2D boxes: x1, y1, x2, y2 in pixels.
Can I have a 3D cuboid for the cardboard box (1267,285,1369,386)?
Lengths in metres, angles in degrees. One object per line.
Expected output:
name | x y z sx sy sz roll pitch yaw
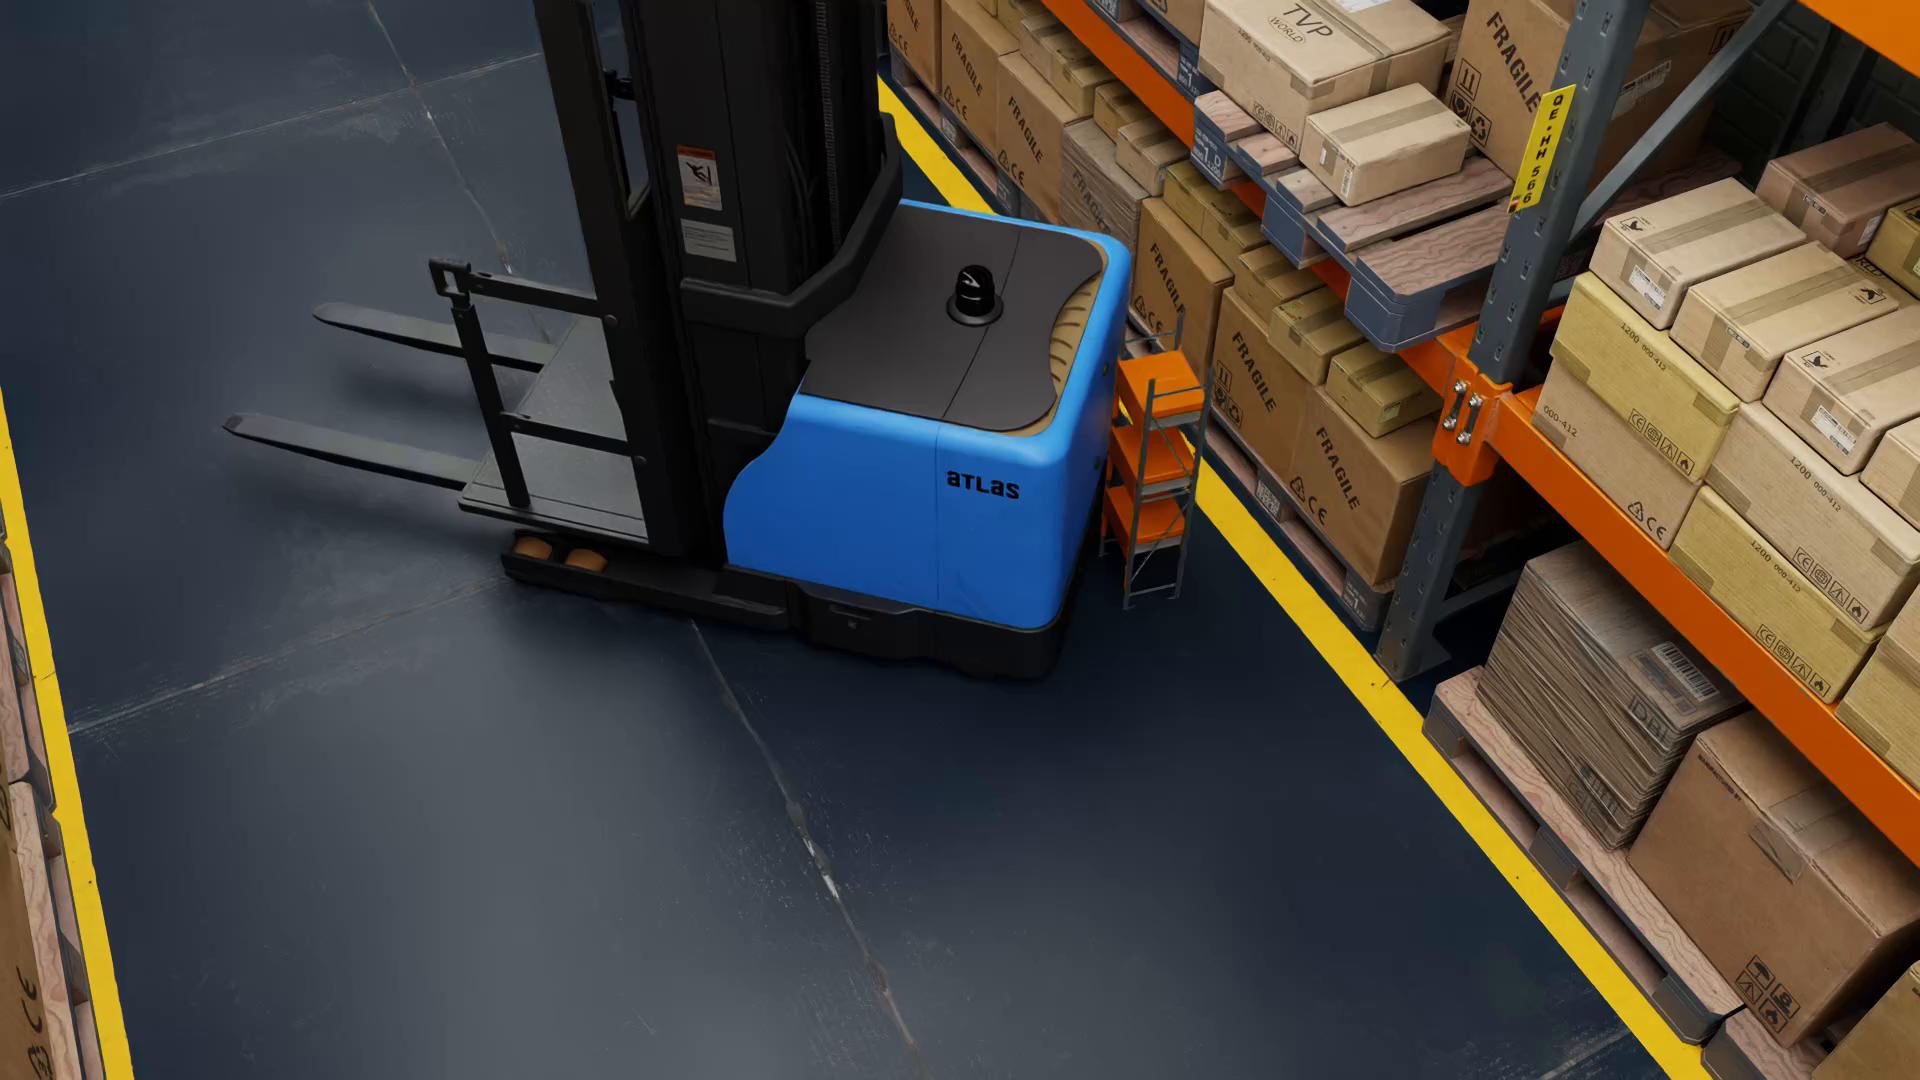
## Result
cardboard box | 1.212 -0.678 5.301 0.380 0.149 0.250 -24 53 -19

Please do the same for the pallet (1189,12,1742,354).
pallet | 1.444 -1.100 4.847 1.213 0.211 1.003 -21 52 -18

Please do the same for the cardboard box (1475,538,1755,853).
cardboard box | 2.089 0.332 4.766 0.875 0.625 0.625 -20 52 -16

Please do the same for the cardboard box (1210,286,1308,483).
cardboard box | 1.212 -0.597 5.661 0.500 0.500 0.500 -22 52 -18

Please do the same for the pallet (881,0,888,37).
pallet | -0.328 -2.953 8.193 1.003 0.211 1.213 -21 52 -18

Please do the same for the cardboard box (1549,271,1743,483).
cardboard box | 1.780 -0.460 3.927 0.500 0.250 0.500 -21 52 -18

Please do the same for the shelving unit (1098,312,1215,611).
shelving unit | 0.605 -0.222 5.247 0.215 1.050 0.252 -12 50 -10

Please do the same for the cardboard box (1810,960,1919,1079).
cardboard box | 2.704 1.217 3.992 0.875 0.625 0.625 -23 53 -19

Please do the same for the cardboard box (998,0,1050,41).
cardboard box | 0.374 -2.103 6.547 0.380 0.149 0.250 -22 52 -18

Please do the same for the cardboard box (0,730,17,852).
cardboard box | -3.242 0.450 4.496 0.875 0.875 0.875 -21 52 -17

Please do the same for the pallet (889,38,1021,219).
pallet | 0.392 -1.962 7.326 1.003 0.211 1.213 -21 52 -18

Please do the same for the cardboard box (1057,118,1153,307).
cardboard box | 0.716 -1.287 6.265 0.500 0.500 0.500 -23 53 -19

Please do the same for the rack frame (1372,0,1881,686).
rack frame | 1.816 -0.734 4.399 1.000 3.000 0.127 -21 52 -18

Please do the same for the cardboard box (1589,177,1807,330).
cardboard box | 1.700 -0.666 3.842 0.380 0.149 0.250 -20 52 -16

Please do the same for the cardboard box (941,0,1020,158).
cardboard box | 0.259 -1.972 6.864 0.500 0.500 0.500 -22 52 -18

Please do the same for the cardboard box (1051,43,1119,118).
cardboard box | 0.567 -1.756 6.244 0.380 0.149 0.250 -19 52 -16

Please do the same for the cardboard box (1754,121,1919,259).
cardboard box | 2.145 -0.833 3.988 0.380 0.149 0.250 -20 52 -16

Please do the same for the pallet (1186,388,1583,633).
pallet | 1.508 -0.329 5.897 1.003 0.211 1.213 -21 52 -18

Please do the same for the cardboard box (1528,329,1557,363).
cardboard box | 1.855 -0.719 5.337 0.380 0.149 0.250 -19 51 -16

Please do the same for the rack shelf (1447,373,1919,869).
rack shelf | 2.731 0.841 3.499 1.077 0.370 4.000 -21 52 -18

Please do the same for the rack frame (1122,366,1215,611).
rack frame | 0.638 -0.134 5.169 0.200 1.050 0.008 -12 50 -10

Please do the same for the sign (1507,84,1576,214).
sign | 1.338 -0.896 3.824 0.100 0.325 0.005 -21 52 -18

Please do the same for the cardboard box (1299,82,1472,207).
cardboard box | 1.174 -1.097 4.605 0.380 0.149 0.250 -20 52 -17

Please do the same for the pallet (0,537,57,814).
pallet | -3.444 0.527 5.149 1.003 0.211 1.213 -21 52 -18

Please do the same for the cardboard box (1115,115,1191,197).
cardboard box | 0.783 -1.403 5.935 0.380 0.149 0.250 -23 53 -19

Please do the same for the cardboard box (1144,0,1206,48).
cardboard box | 0.905 -1.935 5.102 0.797 0.503 0.637 -22 52 -18

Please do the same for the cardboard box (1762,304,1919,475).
cardboard box | 1.964 -0.324 3.544 0.380 0.149 0.250 -20 52 -17

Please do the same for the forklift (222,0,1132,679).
forklift | -1.030 -1.148 4.807 3.031 2.935 1.130 12 50 10

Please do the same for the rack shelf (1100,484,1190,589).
rack shelf | 0.605 -0.032 5.464 0.215 0.259 0.240 -12 50 -10

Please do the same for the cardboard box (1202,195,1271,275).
cardboard box | 1.051 -1.062 5.637 0.380 0.149 0.250 -20 52 -16

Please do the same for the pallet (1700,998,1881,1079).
pallet | 2.712 1.564 4.242 1.003 0.211 1.213 -21 52 -18

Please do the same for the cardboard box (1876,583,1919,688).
cardboard box | 2.253 0.224 3.329 0.500 0.250 0.500 -22 53 -18

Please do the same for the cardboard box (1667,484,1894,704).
cardboard box | 2.028 0.035 3.826 0.500 0.250 0.500 -22 52 -18

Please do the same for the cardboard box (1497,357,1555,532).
cardboard box | 1.873 -0.428 5.513 0.500 0.500 0.500 -19 52 -16
